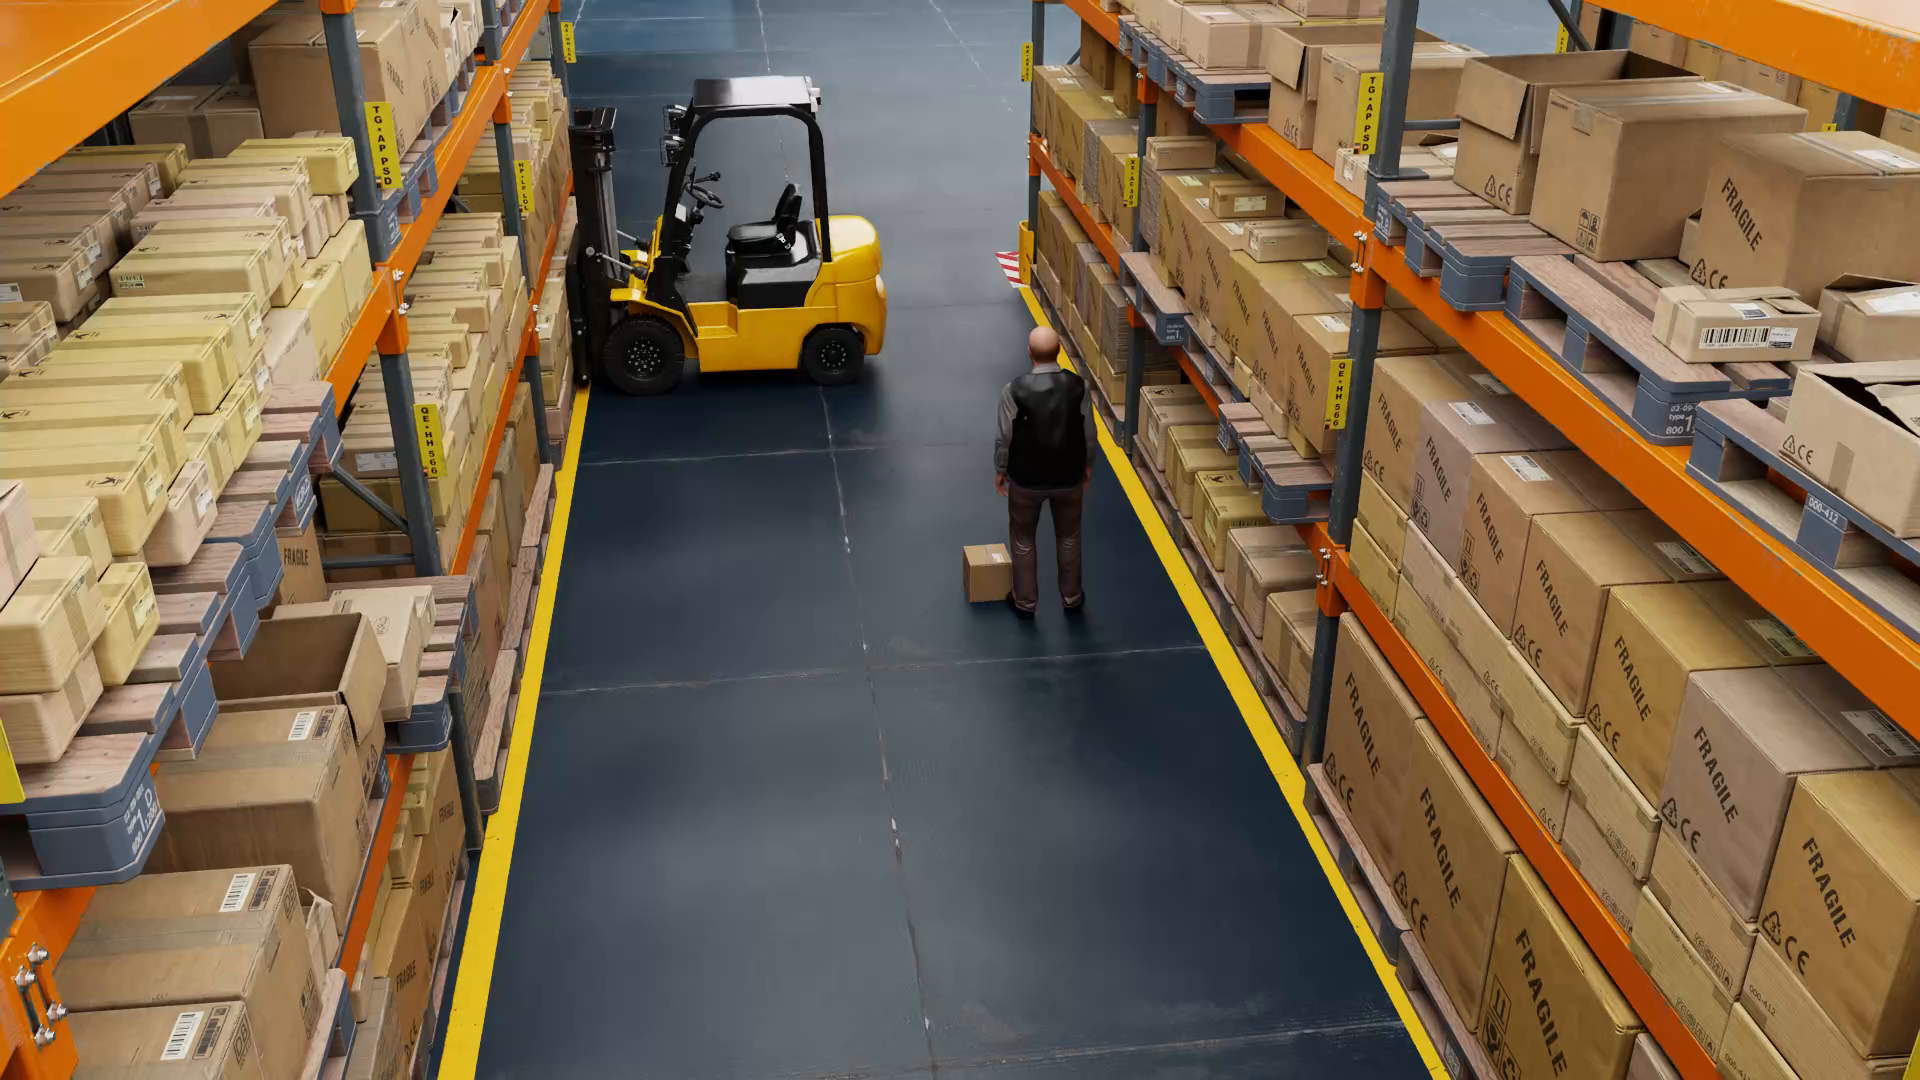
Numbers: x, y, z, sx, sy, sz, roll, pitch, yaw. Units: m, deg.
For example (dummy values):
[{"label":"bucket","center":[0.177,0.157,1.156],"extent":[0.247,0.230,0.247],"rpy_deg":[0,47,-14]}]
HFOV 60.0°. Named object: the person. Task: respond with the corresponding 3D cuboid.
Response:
[{"label":"person","center":[0.480,-0.356,9.342],"extent":[0.580,1.721,0.417],"rpy_deg":[-3,27,-7]}]
